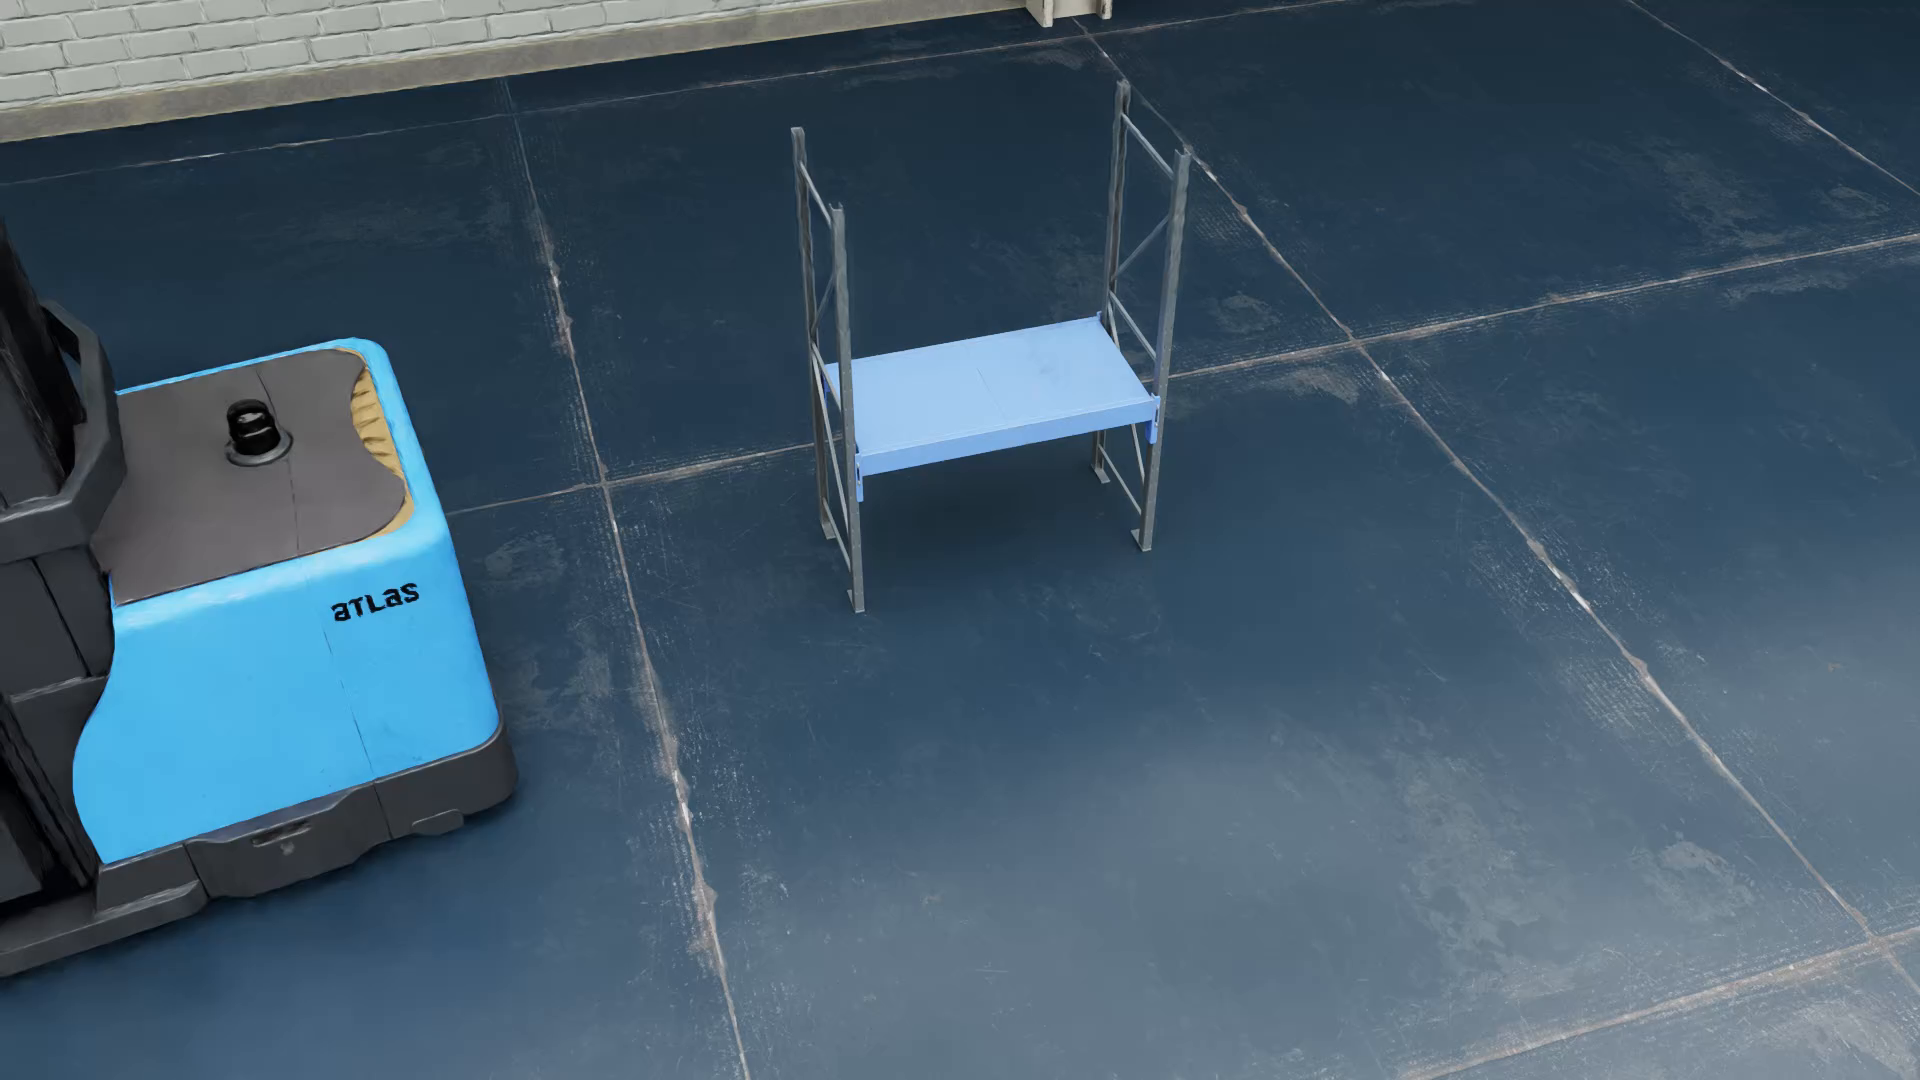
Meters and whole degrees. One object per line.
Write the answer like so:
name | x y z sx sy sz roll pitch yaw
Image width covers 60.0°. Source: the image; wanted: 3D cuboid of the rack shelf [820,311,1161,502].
rack shelf | 0.081 -0.446 5.394 1.000 0.185 0.538 -12 42 -13

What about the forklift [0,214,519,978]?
forklift | -2.845 -0.206 3.758 3.031 2.935 1.130 -17 44 -18

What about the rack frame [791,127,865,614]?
rack frame | -0.404 -0.481 5.161 0.032 1.500 0.500 -12 42 -13

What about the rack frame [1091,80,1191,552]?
rack frame | 0.566 -0.682 5.391 0.032 1.500 0.500 -12 42 -13

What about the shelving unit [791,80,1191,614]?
shelving unit | 0.081 -0.582 5.276 1.048 1.500 0.538 -12 42 -13
